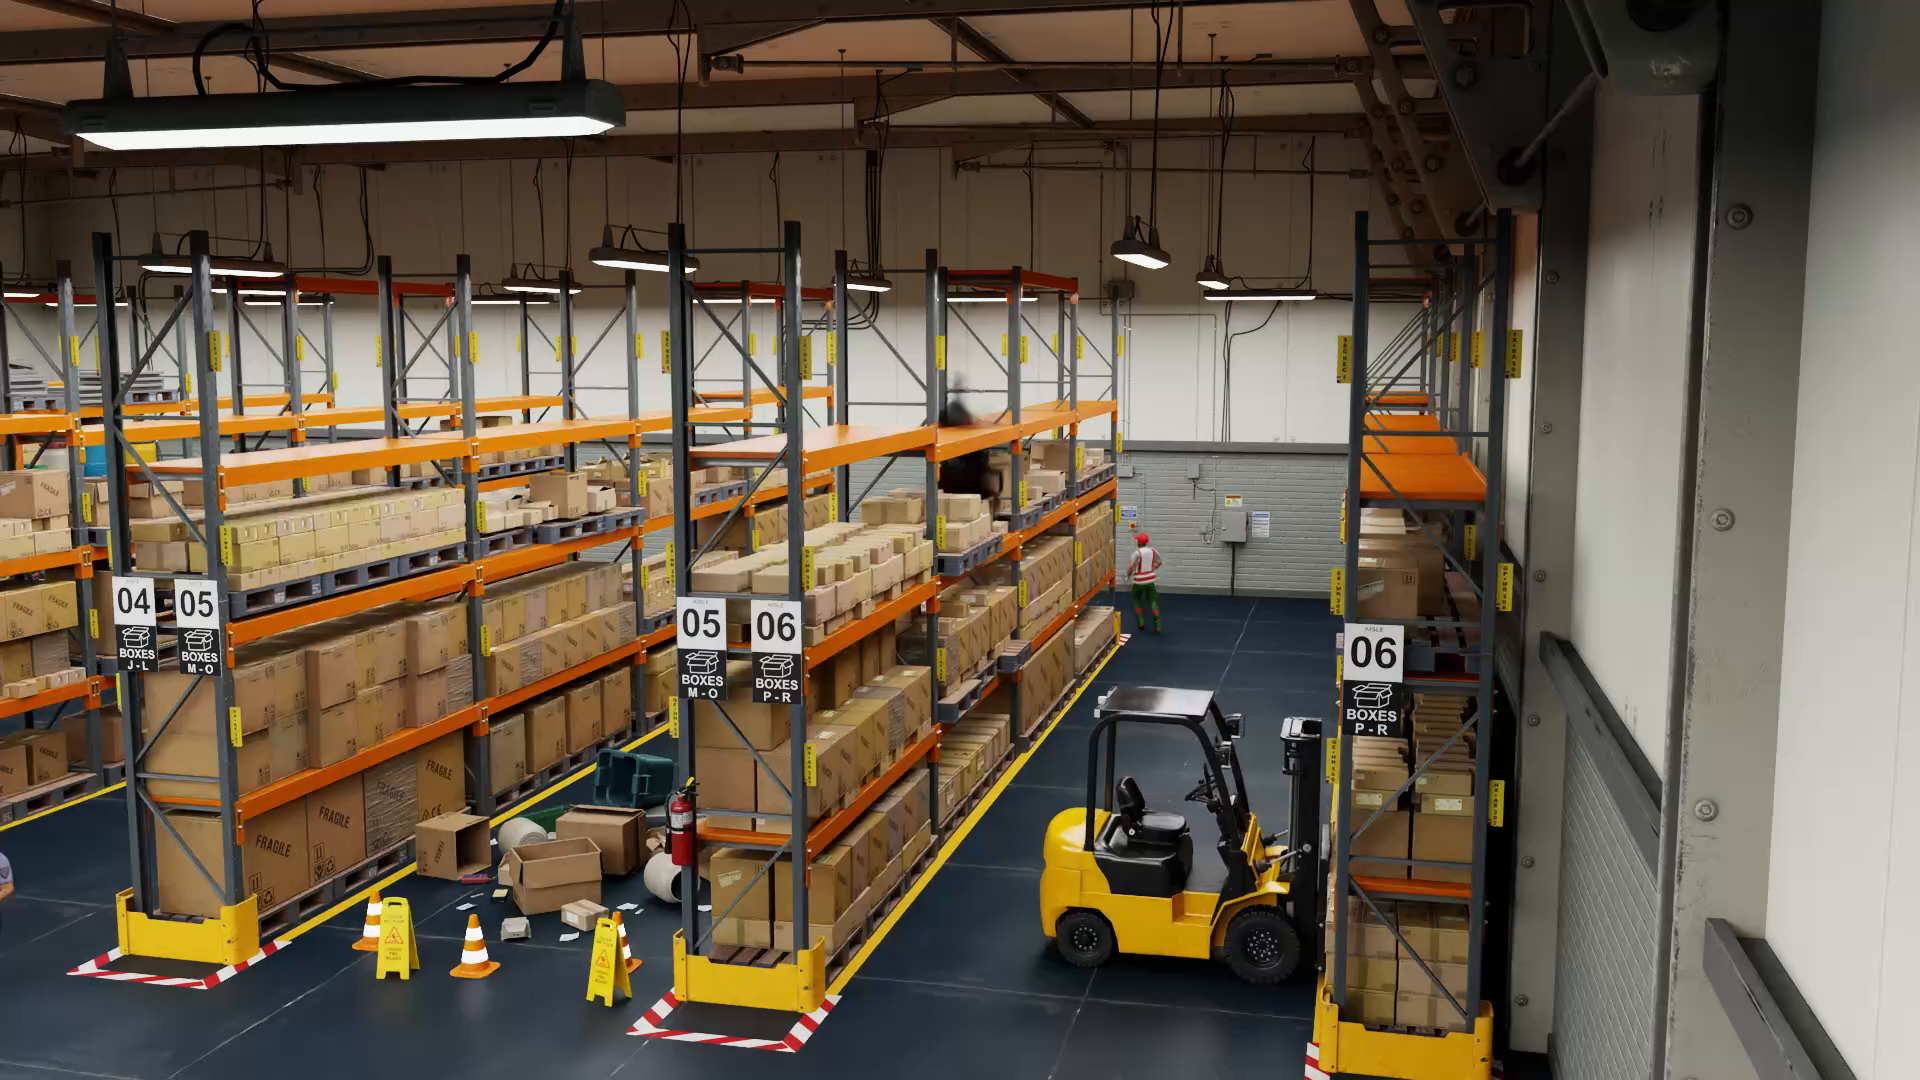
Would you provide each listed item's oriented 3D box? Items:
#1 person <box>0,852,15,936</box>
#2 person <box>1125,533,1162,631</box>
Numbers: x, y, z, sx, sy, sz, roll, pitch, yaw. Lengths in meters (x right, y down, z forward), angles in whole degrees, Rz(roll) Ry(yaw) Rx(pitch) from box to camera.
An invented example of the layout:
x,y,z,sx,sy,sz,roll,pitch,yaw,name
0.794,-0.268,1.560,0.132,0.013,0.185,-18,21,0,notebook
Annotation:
x,y,z,sx,sy,sz,roll,pitch,yaw,name
-7.294,2.882,12.266,0.596,1.632,0.623,-4,8,-28,person
3.184,0.755,29.119,0.715,1.803,0.744,-2,7,-15,person
